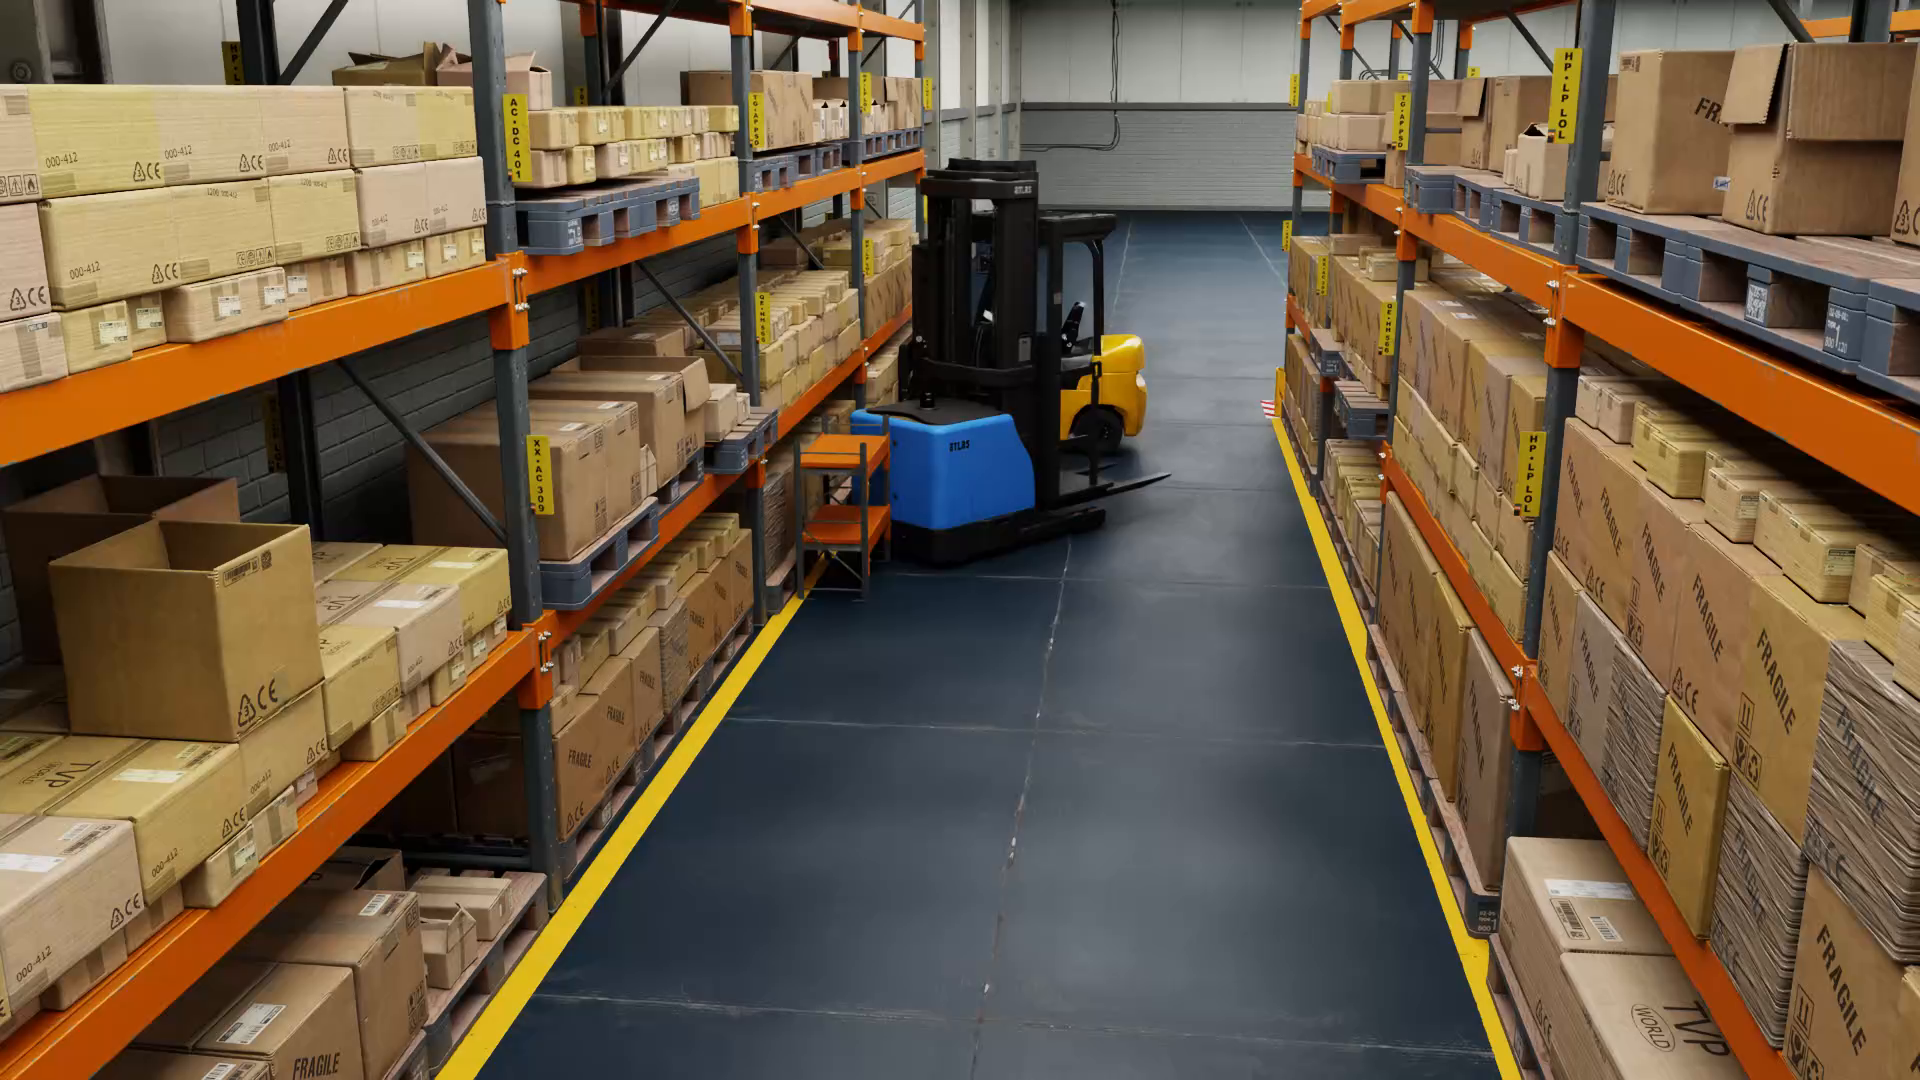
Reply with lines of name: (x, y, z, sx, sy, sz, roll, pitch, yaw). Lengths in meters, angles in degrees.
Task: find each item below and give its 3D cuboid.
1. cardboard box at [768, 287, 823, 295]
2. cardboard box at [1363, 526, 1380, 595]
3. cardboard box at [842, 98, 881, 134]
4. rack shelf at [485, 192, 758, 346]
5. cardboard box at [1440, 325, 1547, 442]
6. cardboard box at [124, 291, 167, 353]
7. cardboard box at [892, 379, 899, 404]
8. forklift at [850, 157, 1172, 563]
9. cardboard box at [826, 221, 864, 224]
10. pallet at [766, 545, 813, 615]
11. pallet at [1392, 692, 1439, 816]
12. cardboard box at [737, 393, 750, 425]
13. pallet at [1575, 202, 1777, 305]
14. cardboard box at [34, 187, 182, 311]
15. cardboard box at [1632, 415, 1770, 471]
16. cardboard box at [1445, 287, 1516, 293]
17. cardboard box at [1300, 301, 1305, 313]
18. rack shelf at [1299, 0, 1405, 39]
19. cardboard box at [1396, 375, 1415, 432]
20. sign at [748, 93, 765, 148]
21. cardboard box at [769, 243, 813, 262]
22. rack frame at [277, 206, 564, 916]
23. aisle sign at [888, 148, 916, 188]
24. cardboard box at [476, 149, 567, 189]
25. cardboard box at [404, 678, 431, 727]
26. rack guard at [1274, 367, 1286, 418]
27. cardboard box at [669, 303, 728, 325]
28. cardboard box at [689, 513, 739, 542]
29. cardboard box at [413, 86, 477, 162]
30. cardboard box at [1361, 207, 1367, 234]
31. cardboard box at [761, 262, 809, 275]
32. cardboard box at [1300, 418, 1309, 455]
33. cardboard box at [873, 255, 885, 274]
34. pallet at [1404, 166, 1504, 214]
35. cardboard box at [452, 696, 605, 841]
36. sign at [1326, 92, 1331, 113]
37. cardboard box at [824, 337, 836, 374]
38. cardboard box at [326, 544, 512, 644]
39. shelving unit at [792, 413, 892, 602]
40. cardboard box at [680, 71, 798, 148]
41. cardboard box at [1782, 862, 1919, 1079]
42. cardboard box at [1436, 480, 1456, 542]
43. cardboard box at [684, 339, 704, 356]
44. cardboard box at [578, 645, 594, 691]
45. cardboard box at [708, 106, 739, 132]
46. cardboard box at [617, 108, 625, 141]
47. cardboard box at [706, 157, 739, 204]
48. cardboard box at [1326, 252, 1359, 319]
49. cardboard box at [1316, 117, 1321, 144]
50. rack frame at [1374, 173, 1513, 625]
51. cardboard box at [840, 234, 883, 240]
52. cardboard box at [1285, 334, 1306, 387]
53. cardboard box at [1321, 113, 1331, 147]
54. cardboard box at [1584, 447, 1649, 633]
cardboard box: (-1.272, -1.867, 12.887, 0.380, 0.149, 0.250, 2, 15, 7)
cardboard box: (3.216, 0.169, 11.020, 0.950, 0.372, 0.625, 1, 15, 2)
cardboard box: (-1.003, -3.798, 14.889, 0.500, 0.311, 0.500, 2, 15, 7)
rack shelf: (-2.016, -1.478, 8.513, 1.077, 0.370, 4.000, 2, 15, 6)
cardboard box: (2.663, -0.767, 8.146, 0.500, 0.500, 0.500, 2, 15, 7)
cardboard box: (-2.258, -0.554, 4.199, 0.380, 0.149, 0.250, 2, 15, 6)
cardboard box: (-0.855, -1.427, 16.199, 0.500, 0.250, 0.500, 2, 15, 6)
forklift: (0.537, -1.553, 13.289, 1.130, 2.935, 3.031, 14, 21, 43)
cardboard box: (-1.217, -3.259, 17.464, 0.380, 0.149, 0.250, 2, 15, 7)
pallet: (-1.659, 0.238, 11.878, 1.003, 0.211, 1.213, 2, 15, 6)
pallet: (2.838, 1.113, 8.640, 1.003, 0.211, 1.213, 2, 15, 6)
cardboard box: (-1.483, -0.796, 10.035, 0.380, 0.149, 0.250, 2, 15, 7)
pallet: (2.588, -0.906, 5.191, 1.003, 0.211, 1.213, 2, 15, 6)
cardboard box: (-2.265, -0.712, 4.019, 0.500, 0.250, 0.500, 1, 15, 5)
cardboard box: (2.308, -0.286, 5.123, 0.380, 0.149, 0.250, 2, 15, 6)
cardboard box: (3.474, -1.390, 10.992, 0.500, 0.500, 0.500, 2, 15, 9)
cardboard box: (3.605, -2.357, 16.615, 0.380, 0.149, 0.250, 2, 15, 8)
rack shelf: (3.819, -4.854, 15.258, 1.077, 0.370, 4.000, 2, 15, 6)
cardboard box: (2.839, -0.795, 9.687, 0.500, 0.250, 0.500, 2, 15, 6)
sign: (-1.252, -2.577, 10.208, 0.100, 0.325, 0.005, 2, 15, 6)
cardboard box: (-1.534, -2.594, 15.004, 0.380, 0.149, 0.250, 1, 15, 5)
rack frame: (-2.242, 0.142, 6.892, 1.000, 3.000, 0.127, 2, 15, 6)
aisle sign: (-0.589, -4.234, 18.094, 0.394, 0.787, 0.004, 2, 15, 6)
cardboard box: (-1.813, -1.502, 6.708, 0.380, 0.149, 0.250, 2, 15, 7)
cardboard box: (-2.097, 0.557, 5.839, 0.380, 0.149, 0.250, 2, 15, 8)
rack guard: (4.036, -1.599, 18.118, 1.175, 0.500, 0.348, 2, 15, 6)
cardboard box: (-1.881, -1.615, 11.955, 0.380, 0.149, 0.250, 2, 15, 6)
cardboard box: (-1.595, -0.069, 10.414, 0.380, 0.149, 0.250, 1, 15, 4)
cardboard box: (-2.060, -1.481, 5.905, 0.500, 0.250, 0.500, 2, 15, 6)
cardboard box: (3.938, -2.702, 14.732, 0.700, 0.500, 0.500, 2, 15, 7)
cardboard box: (-1.558, -2.386, 14.804, 0.380, 0.149, 0.250, 2, 15, 6)
cardboard box: (3.443, -0.963, 15.440, 0.500, 0.250, 0.500, 1, 15, 5)
cardboard box: (-0.911, -2.567, 15.475, 0.380, 0.149, 0.250, 2, 15, 7)
pallet: (3.122, -1.939, 9.201, 1.213, 0.211, 1.003, 2, 15, 9)
cardboard box: (-1.964, 1.027, 7.603, 0.500, 0.500, 0.500, 2, 15, 9)
sign: (3.053, -3.500, 13.621, 0.100, 0.325, 0.005, 2, 15, 6)
cardboard box: (-1.274, -1.464, 13.117, 0.500, 0.250, 0.500, 2, 15, 7)
cardboard box: (-2.057, 0.210, 6.358, 0.500, 0.250, 0.500, 2, 15, 8)
shelving unit: (-0.830, -0.254, 11.947, 0.538, 1.125, 1.048, 2, 15, 6)
cardboard box: (-1.509, -2.958, 11.419, 0.700, 0.500, 0.500, 1, 15, 5)
cardboard box: (2.102, 1.013, 3.476, 0.500, 0.500, 0.500, 1, 15, 5)
cardboard box: (2.679, -0.161, 8.298, 0.500, 0.250, 0.500, 2, 15, 6)
cardboard box: (-2.016, -1.189, 11.144, 0.500, 0.250, 0.500, 2, 15, 8)
cardboard box: (-1.965, 0.606, 7.915, 0.380, 0.149, 0.250, 1, 15, 3)
cardboard box: (-1.535, -2.510, 9.904, 0.380, 0.149, 0.250, 2, 15, 8)
cardboard box: (-1.769, -1.916, 7.669, 0.380, 0.149, 0.250, 2, 15, 7)
cardboard box: (-1.607, -2.131, 9.838, 0.500, 0.250, 0.500, 1, 15, 4)
cardboard box: (3.255, -2.069, 13.503, 0.500, 0.500, 0.500, 2, 15, 8)
cardboard box: (3.503, -3.693, 15.042, 0.500, 0.250, 0.500, 1, 15, 5)
rack frame: (3.142, -0.751, 10.191, 1.000, 3.000, 0.127, 2, 15, 6)
cardboard box: (-0.942, -2.849, 15.946, 0.380, 0.149, 0.250, 2, 15, 6)
cardboard box: (3.677, -1.856, 17.304, 0.500, 0.500, 0.500, 1, 15, 4)
cardboard box: (3.129, -3.227, 13.085, 0.500, 0.250, 0.500, 1, 15, 5)
cardboard box: (2.333, 0.003, 5.297, 0.500, 0.500, 0.500, 1, 15, 6)
